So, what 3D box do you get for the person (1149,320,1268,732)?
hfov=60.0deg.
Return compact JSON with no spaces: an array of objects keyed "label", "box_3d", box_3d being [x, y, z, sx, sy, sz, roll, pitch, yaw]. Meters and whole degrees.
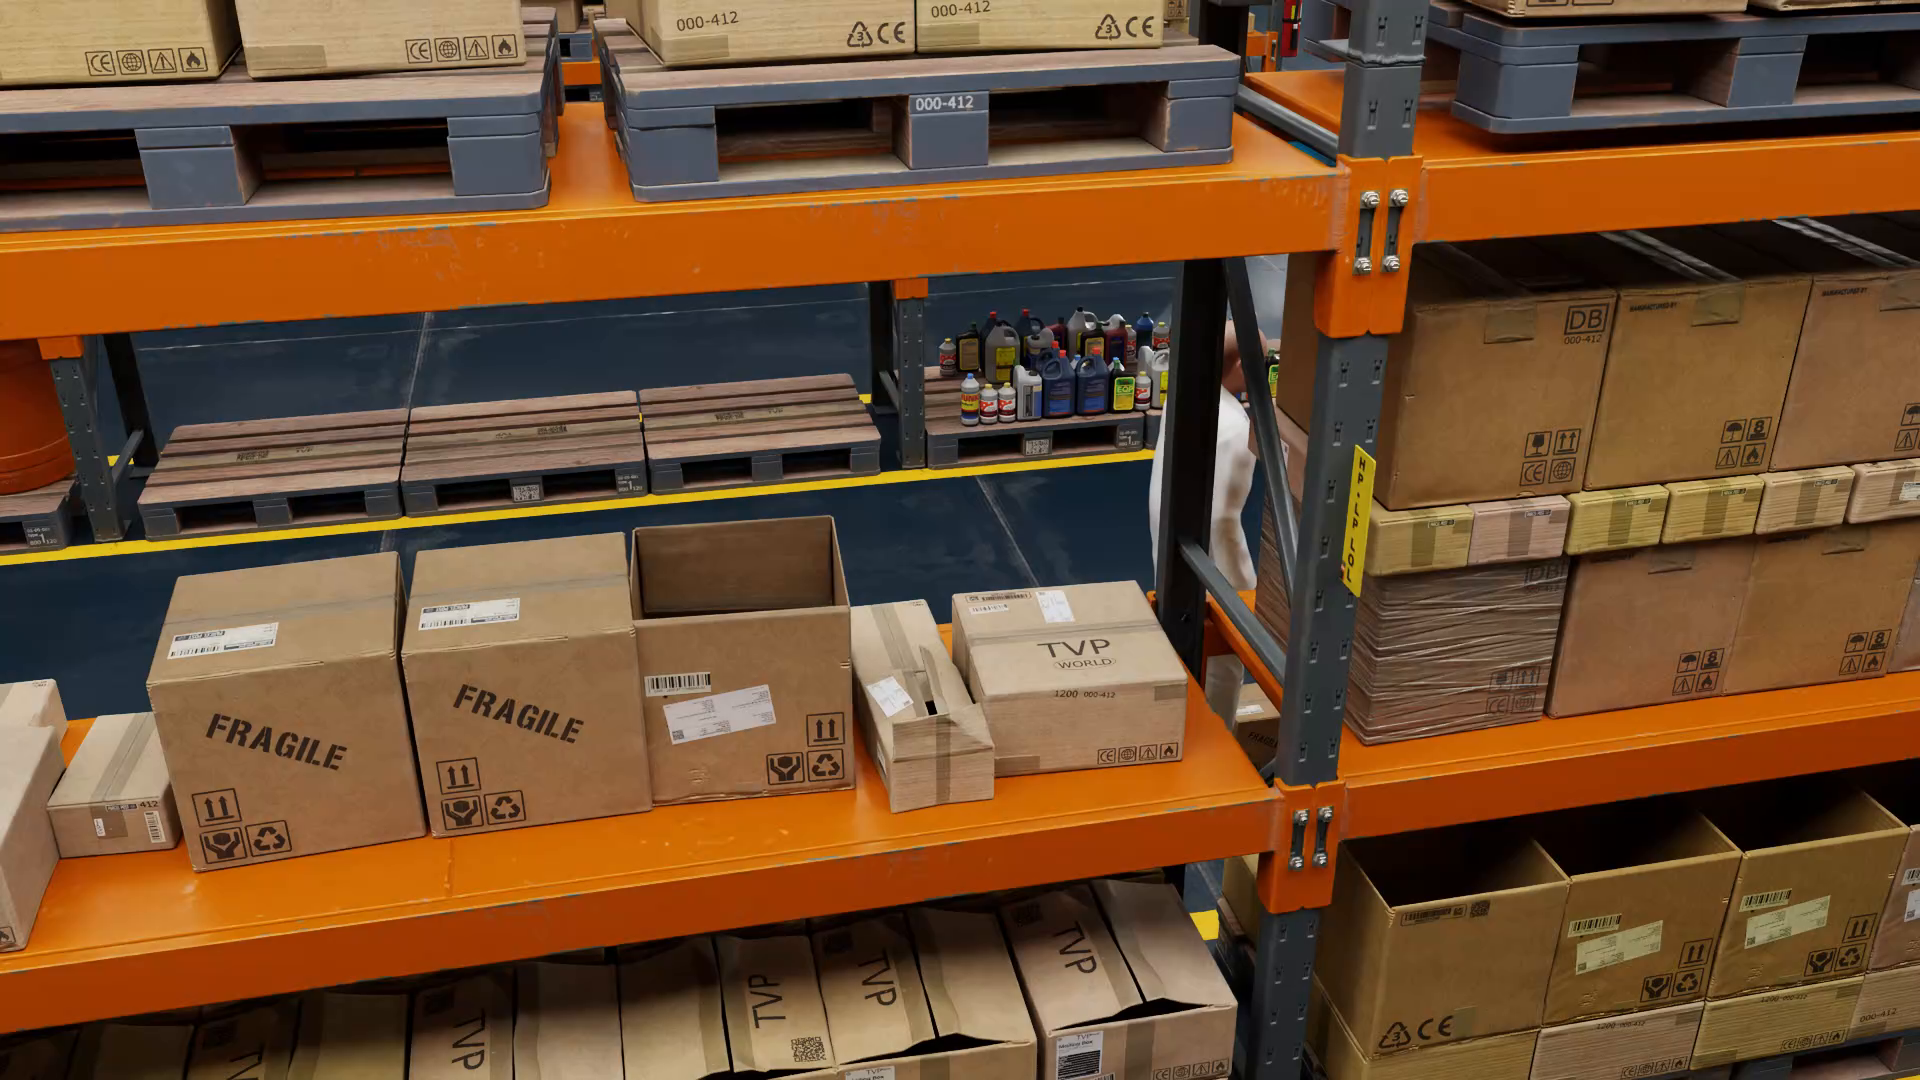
[{"label":"person","box_3d":[0.893,0.069,5.993,0.418,1.774,0.648,-6,27,-12]}]
